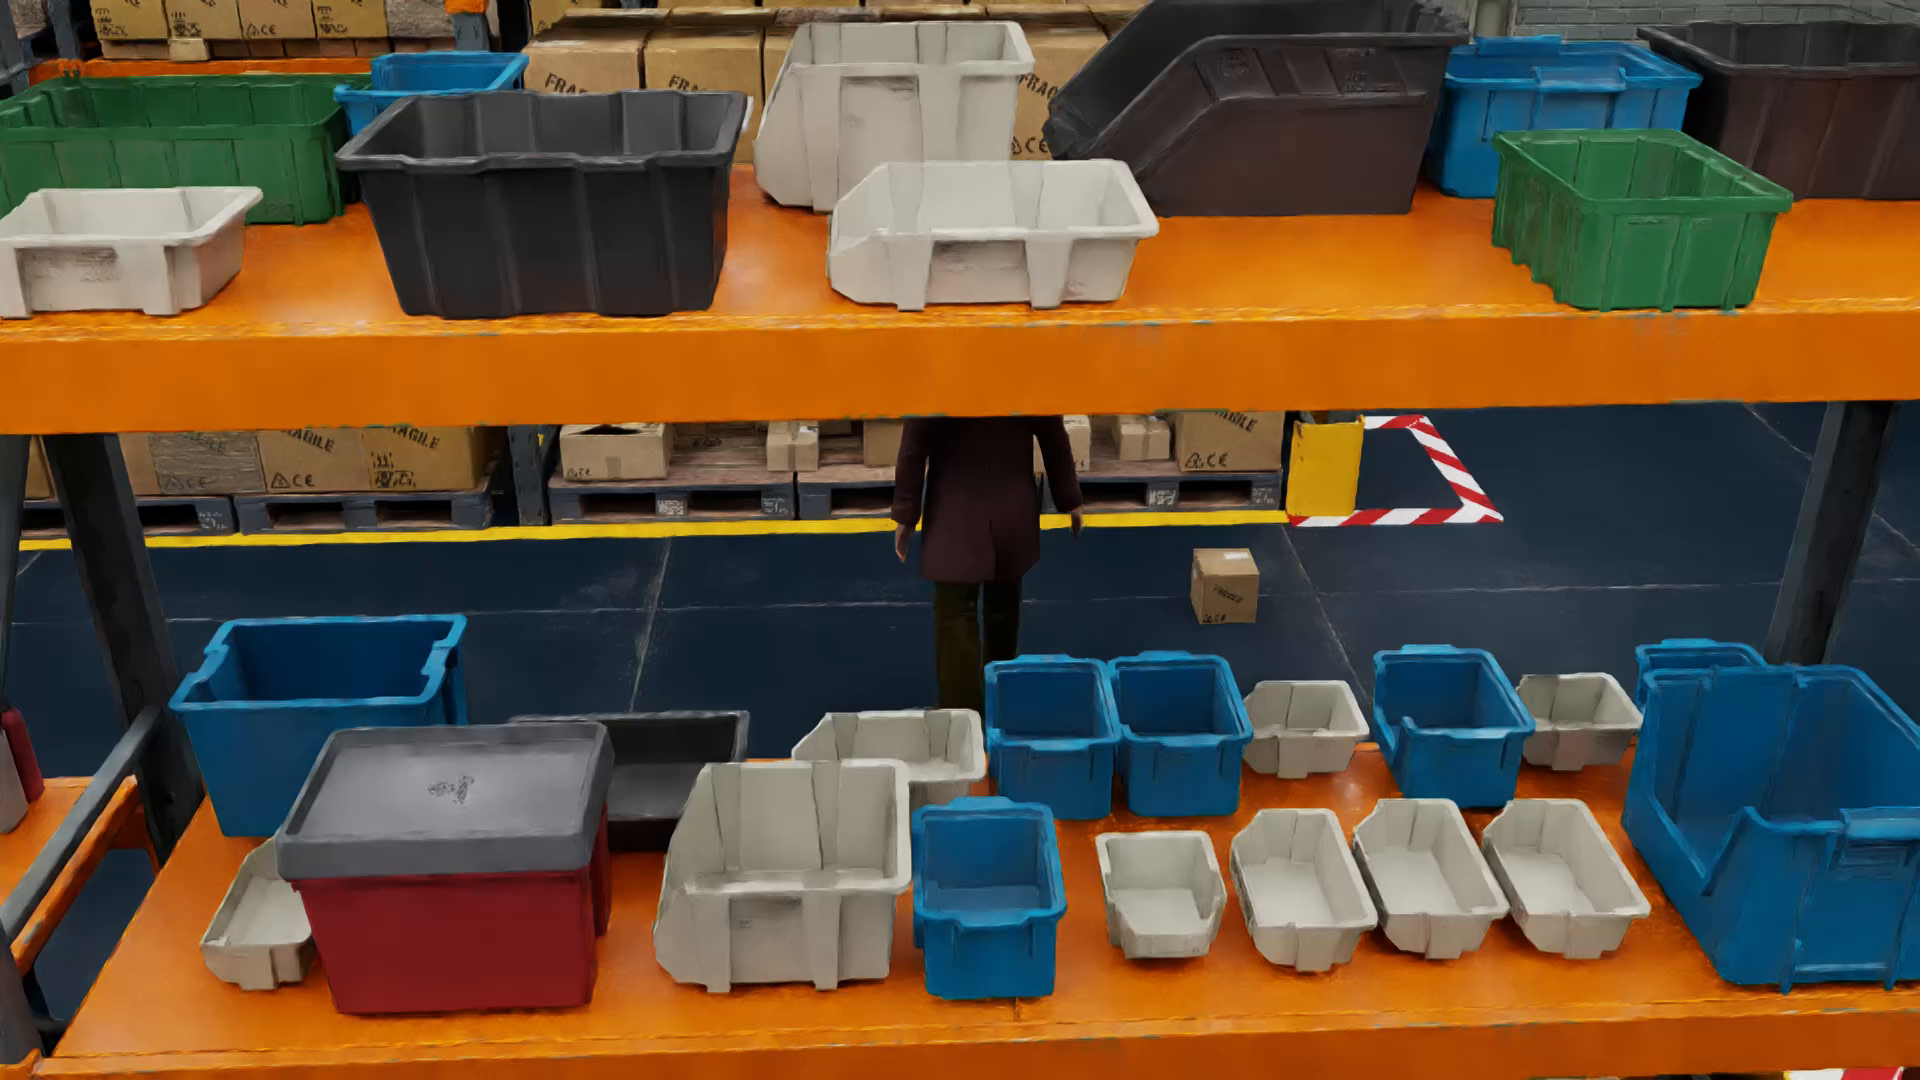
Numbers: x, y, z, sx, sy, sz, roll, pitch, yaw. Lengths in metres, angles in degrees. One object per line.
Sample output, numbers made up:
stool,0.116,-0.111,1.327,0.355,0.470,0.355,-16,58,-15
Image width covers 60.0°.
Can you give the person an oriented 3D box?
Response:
person,0.100,-0.111,6.325,0.749,1.776,0.640,-6,28,-11
